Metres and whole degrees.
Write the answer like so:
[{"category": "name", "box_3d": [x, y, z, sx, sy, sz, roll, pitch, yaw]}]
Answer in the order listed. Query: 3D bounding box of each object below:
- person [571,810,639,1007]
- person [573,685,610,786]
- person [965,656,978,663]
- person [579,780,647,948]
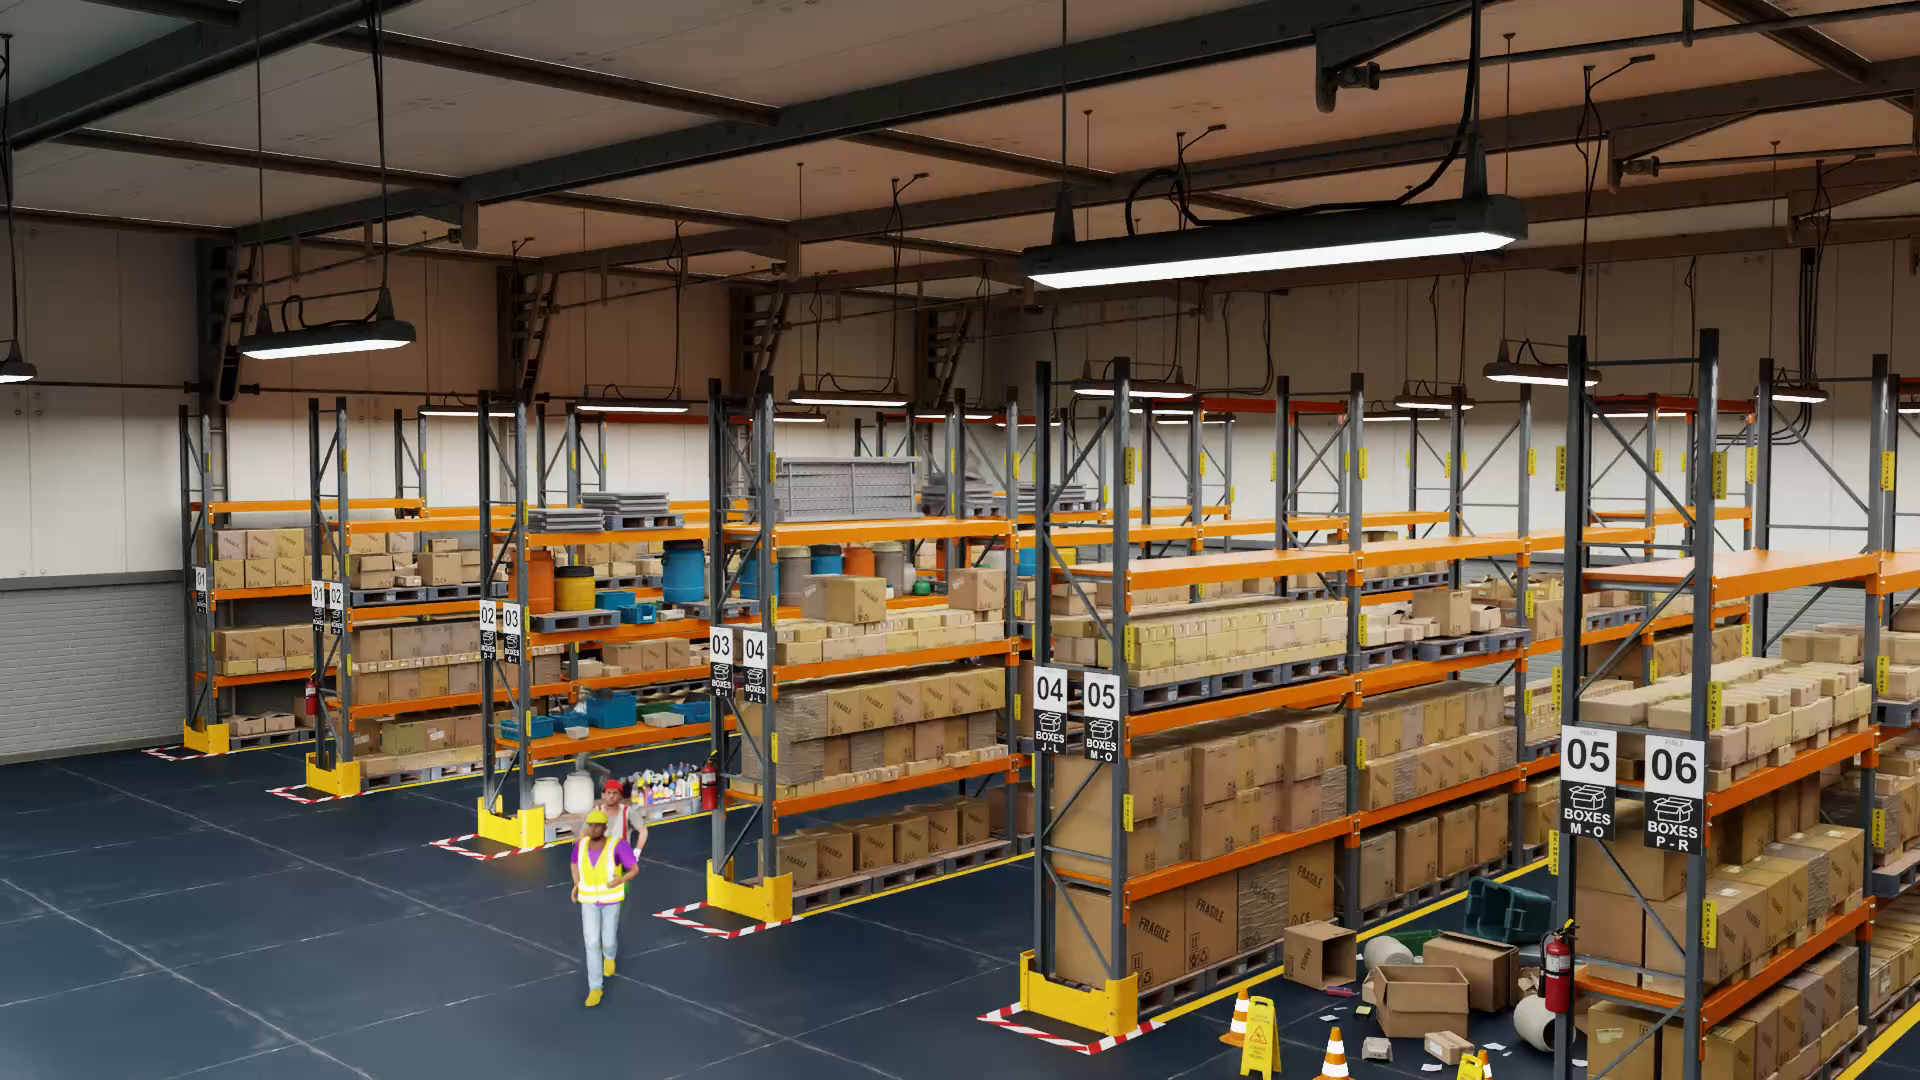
[{"category": "person", "box_3d": [-3.405, 3.448, 15.866, 0.686, 1.774, 0.895, 0, 3, -1]}, {"category": "person", "box_3d": [-5.596, 3.002, 24.922, 0.616, 1.692, 0.901, 3, 4, 40]}, {"category": "person", "box_3d": [0.115, 2.617, 32.635, 0.579, 1.654, 0.678, 2, 4, 36]}, {"category": "person", "box_3d": [-3.660, 3.384, 17.545, 0.702, 1.746, 0.598, 0, 3, -7]}]
